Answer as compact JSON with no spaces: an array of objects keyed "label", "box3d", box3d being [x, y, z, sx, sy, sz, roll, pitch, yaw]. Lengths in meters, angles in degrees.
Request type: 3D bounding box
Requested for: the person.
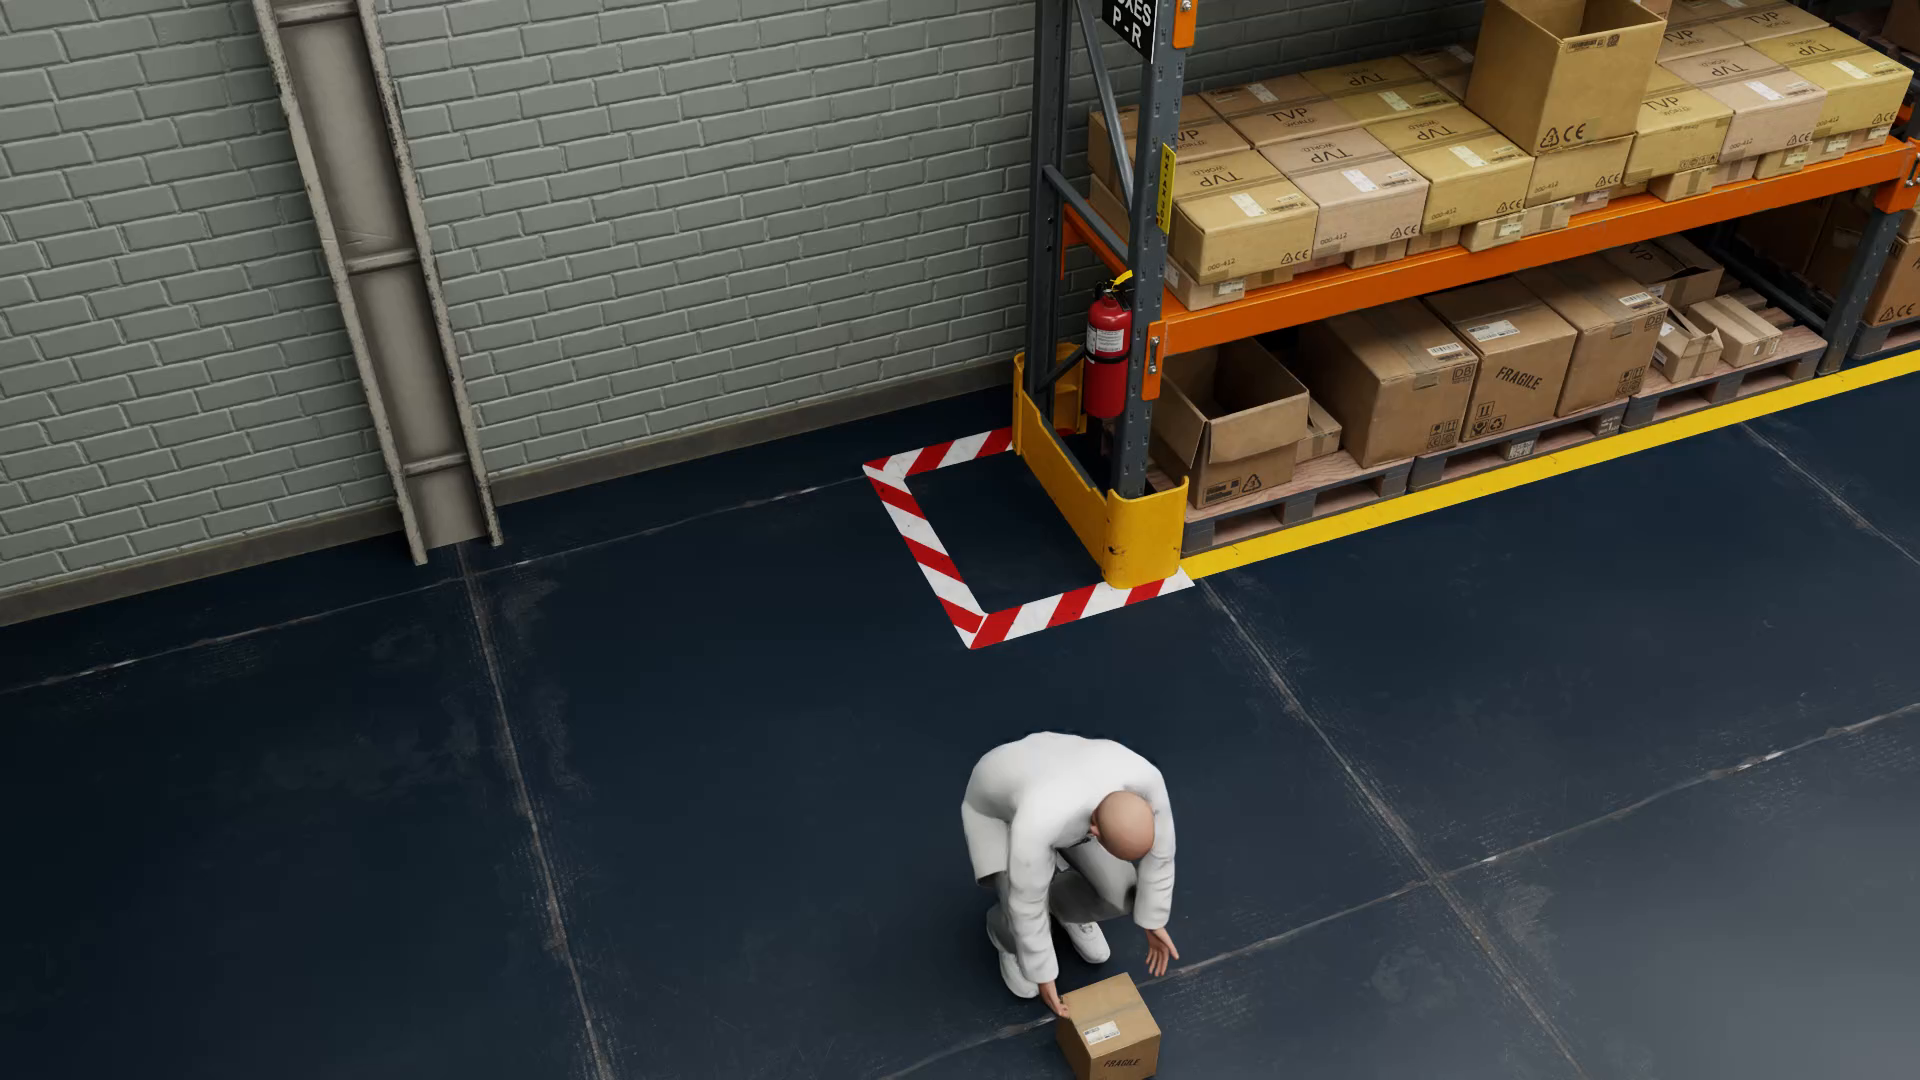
[{"label":"person","box3d":[0.347,1.033,5.478,0.620,1.137,0.842,-15,43,-17]}]
